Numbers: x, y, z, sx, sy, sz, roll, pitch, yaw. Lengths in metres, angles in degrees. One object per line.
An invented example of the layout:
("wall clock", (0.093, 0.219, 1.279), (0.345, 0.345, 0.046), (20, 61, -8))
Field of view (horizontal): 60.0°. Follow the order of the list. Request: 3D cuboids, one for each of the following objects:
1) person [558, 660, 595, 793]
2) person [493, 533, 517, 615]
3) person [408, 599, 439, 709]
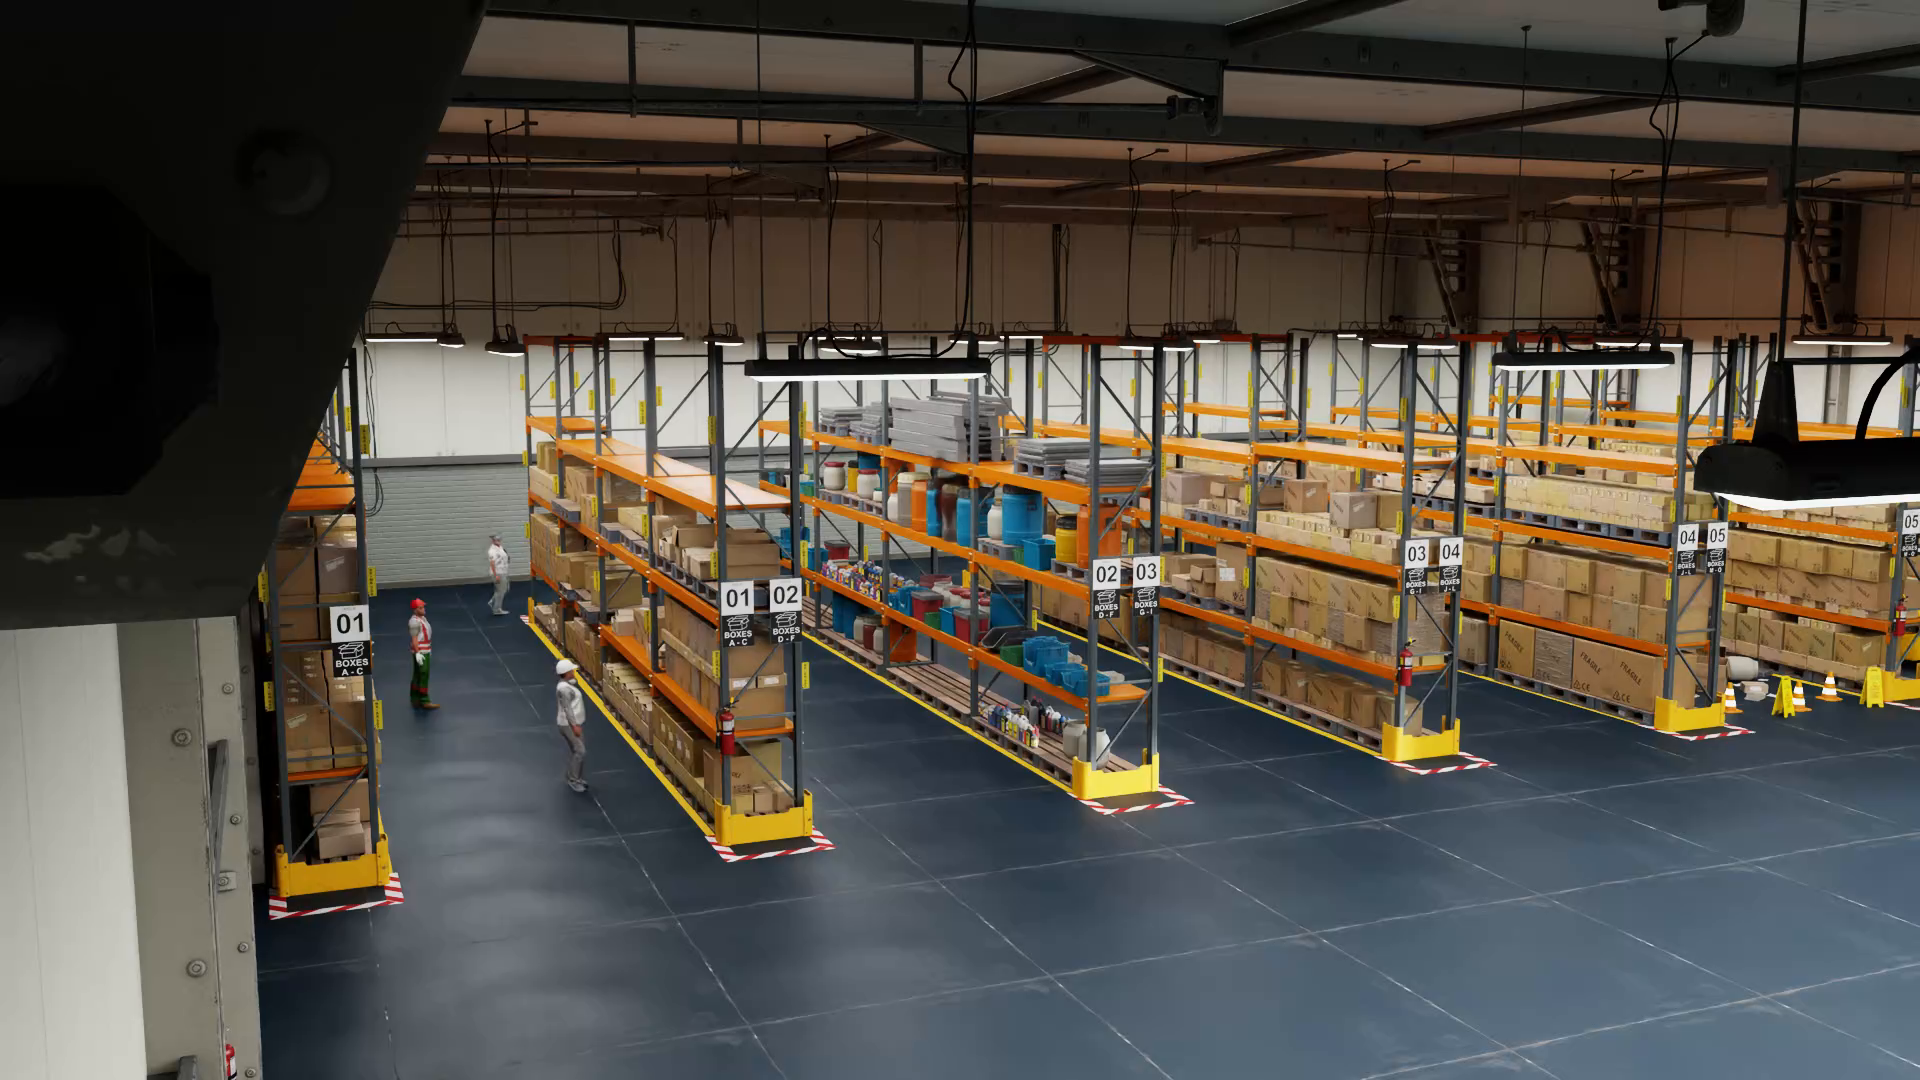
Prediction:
("person", (-5.152, 2.510, 22.480), (0.573, 1.812, 0.585), (1, 8, 10))
("person", (-9.759, 0.729, 35.605), (0.522, 1.802, 0.713), (-3, 8, -20))
("person", (-8.772, 1.842, 27.149), (0.450, 1.795, 0.578), (-2, 8, -16))
